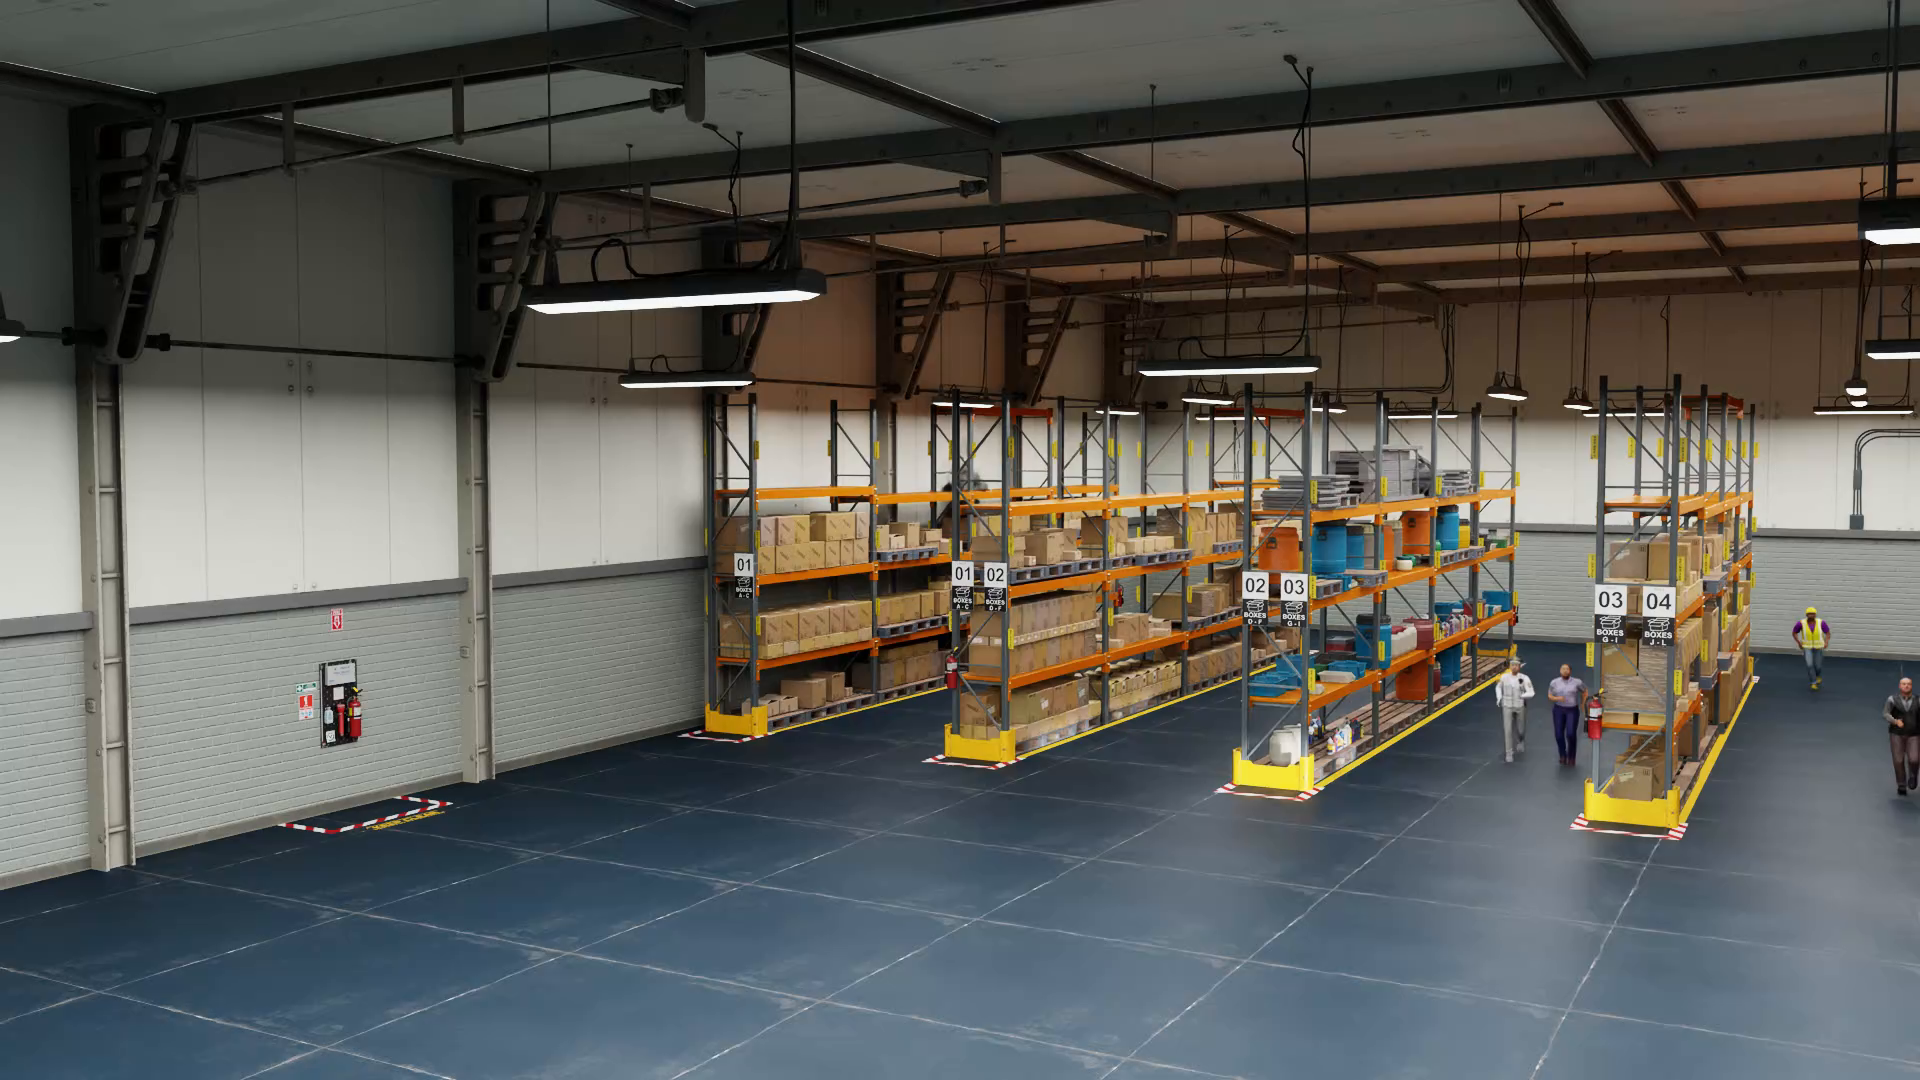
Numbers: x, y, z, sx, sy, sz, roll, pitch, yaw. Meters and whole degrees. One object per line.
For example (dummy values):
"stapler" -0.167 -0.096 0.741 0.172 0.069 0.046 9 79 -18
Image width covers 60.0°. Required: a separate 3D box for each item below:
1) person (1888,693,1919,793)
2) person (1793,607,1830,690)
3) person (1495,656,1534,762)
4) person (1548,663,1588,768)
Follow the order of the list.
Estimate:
"person" 13.753 2.963 24.181 0.446 1.450 0.546 2 4 29
"person" 17.892 2.257 34.975 0.686 1.727 0.692 2 3 26
"person" 4.528 1.669 32.135 13.017 3.168 7.040 1 3 24
"person" 13.178 2.996 22.542 10.357 1.686 4.206 2 3 26
